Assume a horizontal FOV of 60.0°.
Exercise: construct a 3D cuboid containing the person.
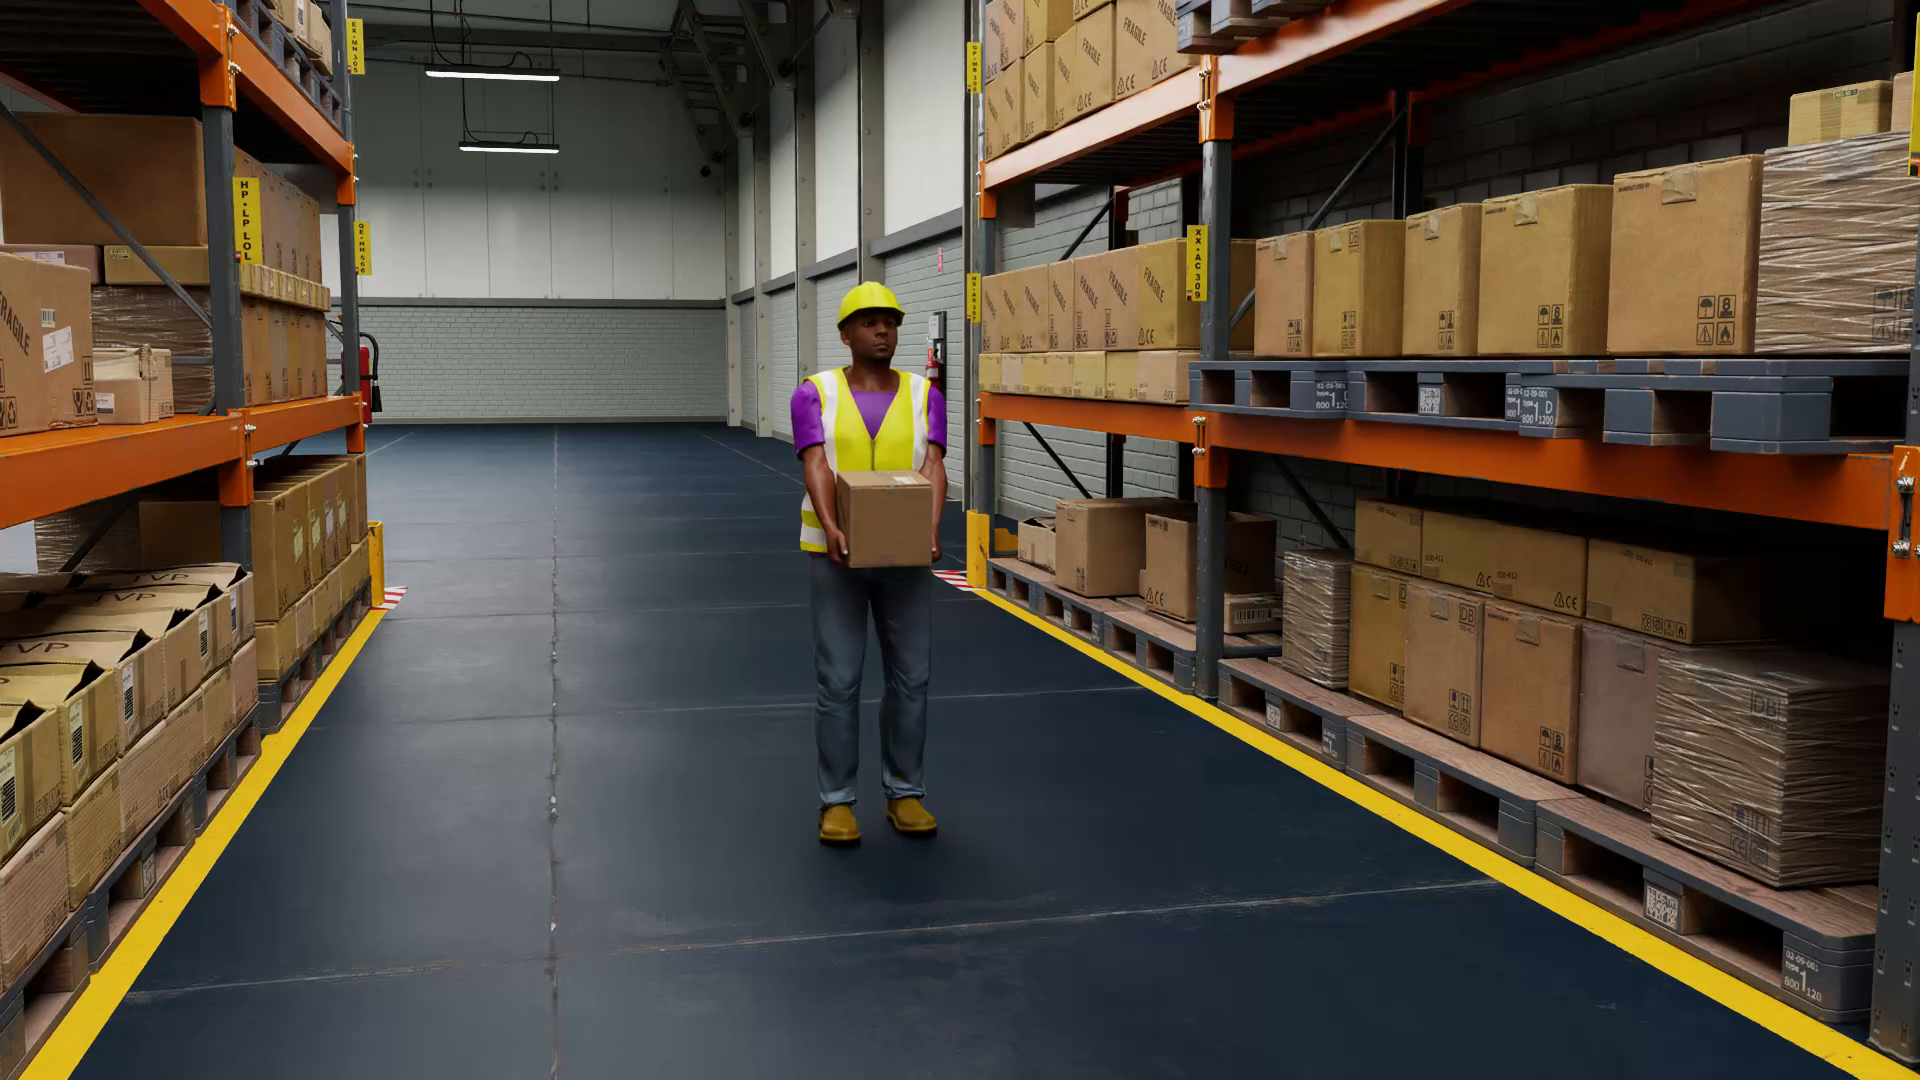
[{"bbox_3d":[-0.261,0.067,5.248,0.502,1.761,0.577,-1,6,-13],"label":"person"}]
